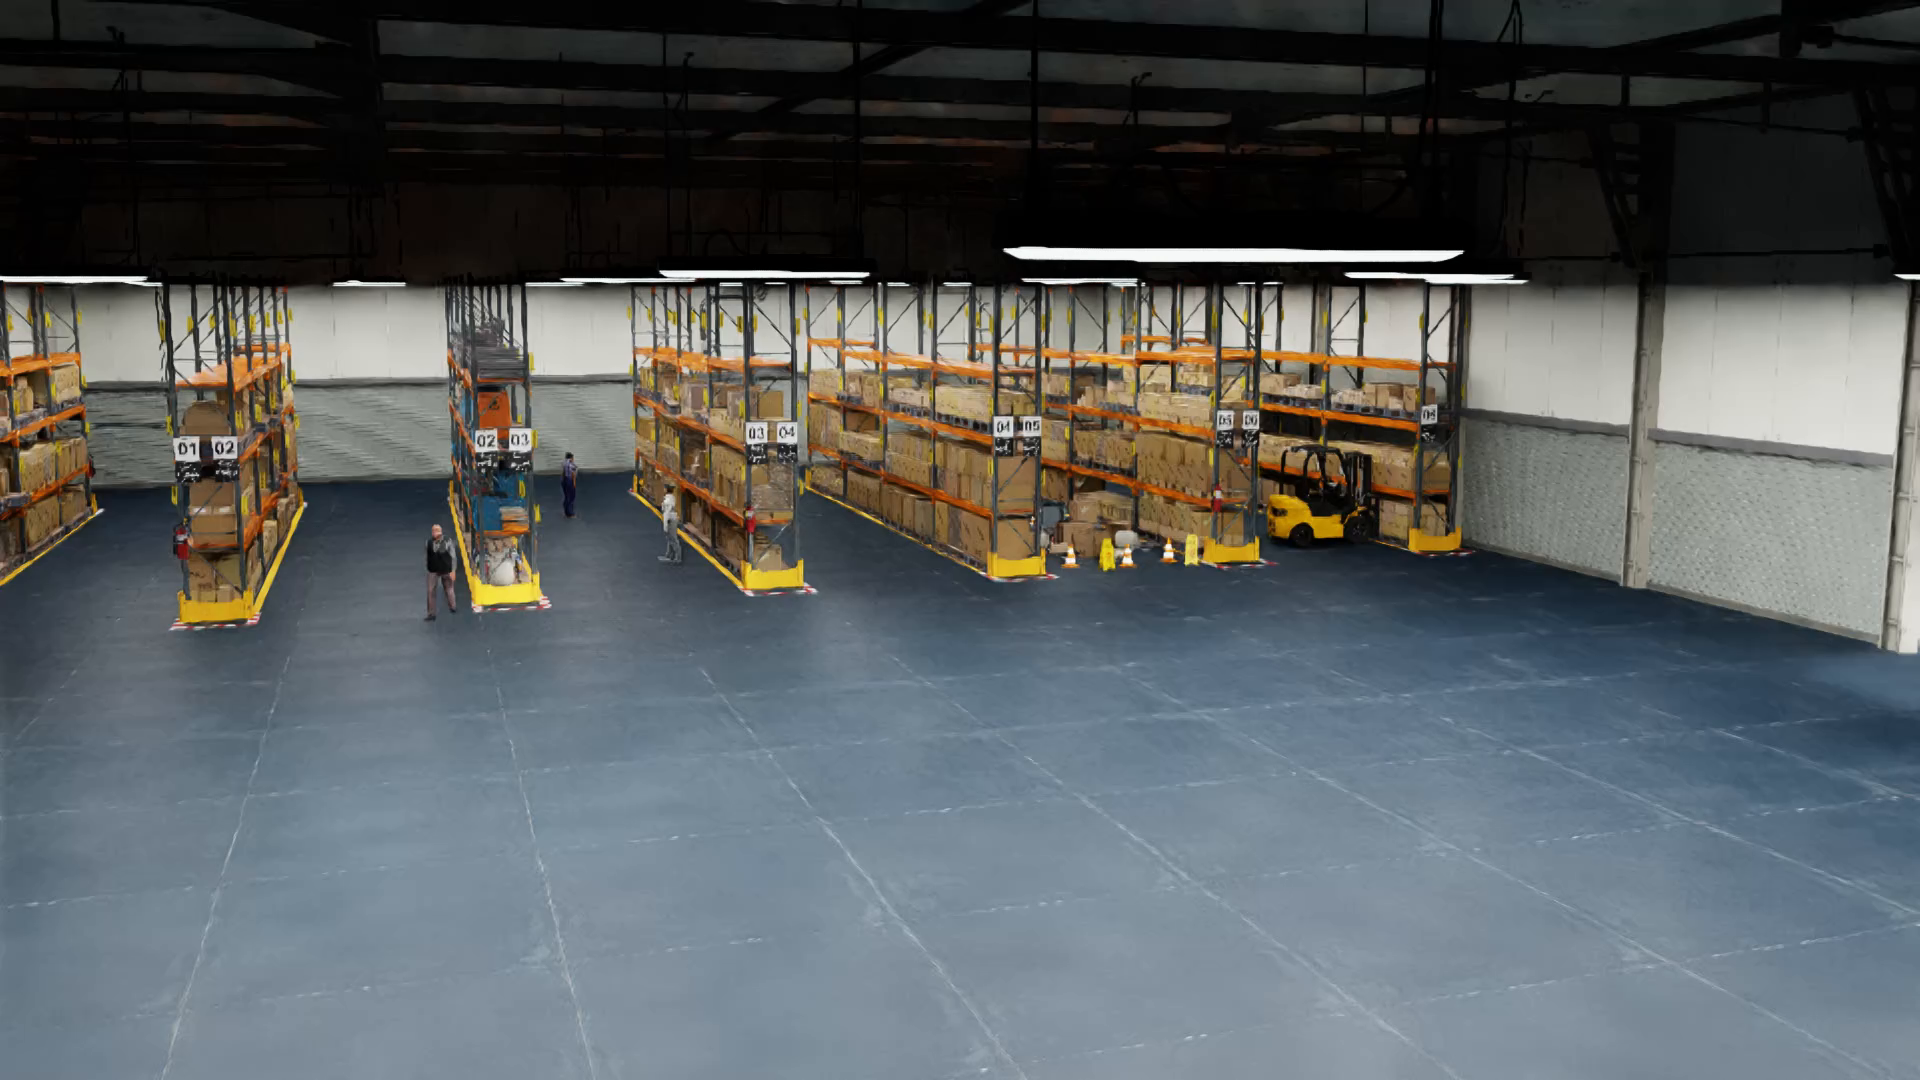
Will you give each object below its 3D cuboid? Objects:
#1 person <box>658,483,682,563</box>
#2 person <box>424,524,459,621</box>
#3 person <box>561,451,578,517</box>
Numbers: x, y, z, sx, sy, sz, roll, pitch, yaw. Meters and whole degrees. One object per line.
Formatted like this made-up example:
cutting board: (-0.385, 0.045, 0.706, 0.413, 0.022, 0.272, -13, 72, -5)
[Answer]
person: (-6.115, -0.372, 34.941, 0.550, 1.661, 0.585, 0, 9, -1)
person: (-9.028, 0.541, 28.956, 0.560, 1.683, 0.926, 0, 9, -2)
person: (-9.825, -1.419, 41.907, 0.380, 1.652, 0.608, -7, 11, -39)
